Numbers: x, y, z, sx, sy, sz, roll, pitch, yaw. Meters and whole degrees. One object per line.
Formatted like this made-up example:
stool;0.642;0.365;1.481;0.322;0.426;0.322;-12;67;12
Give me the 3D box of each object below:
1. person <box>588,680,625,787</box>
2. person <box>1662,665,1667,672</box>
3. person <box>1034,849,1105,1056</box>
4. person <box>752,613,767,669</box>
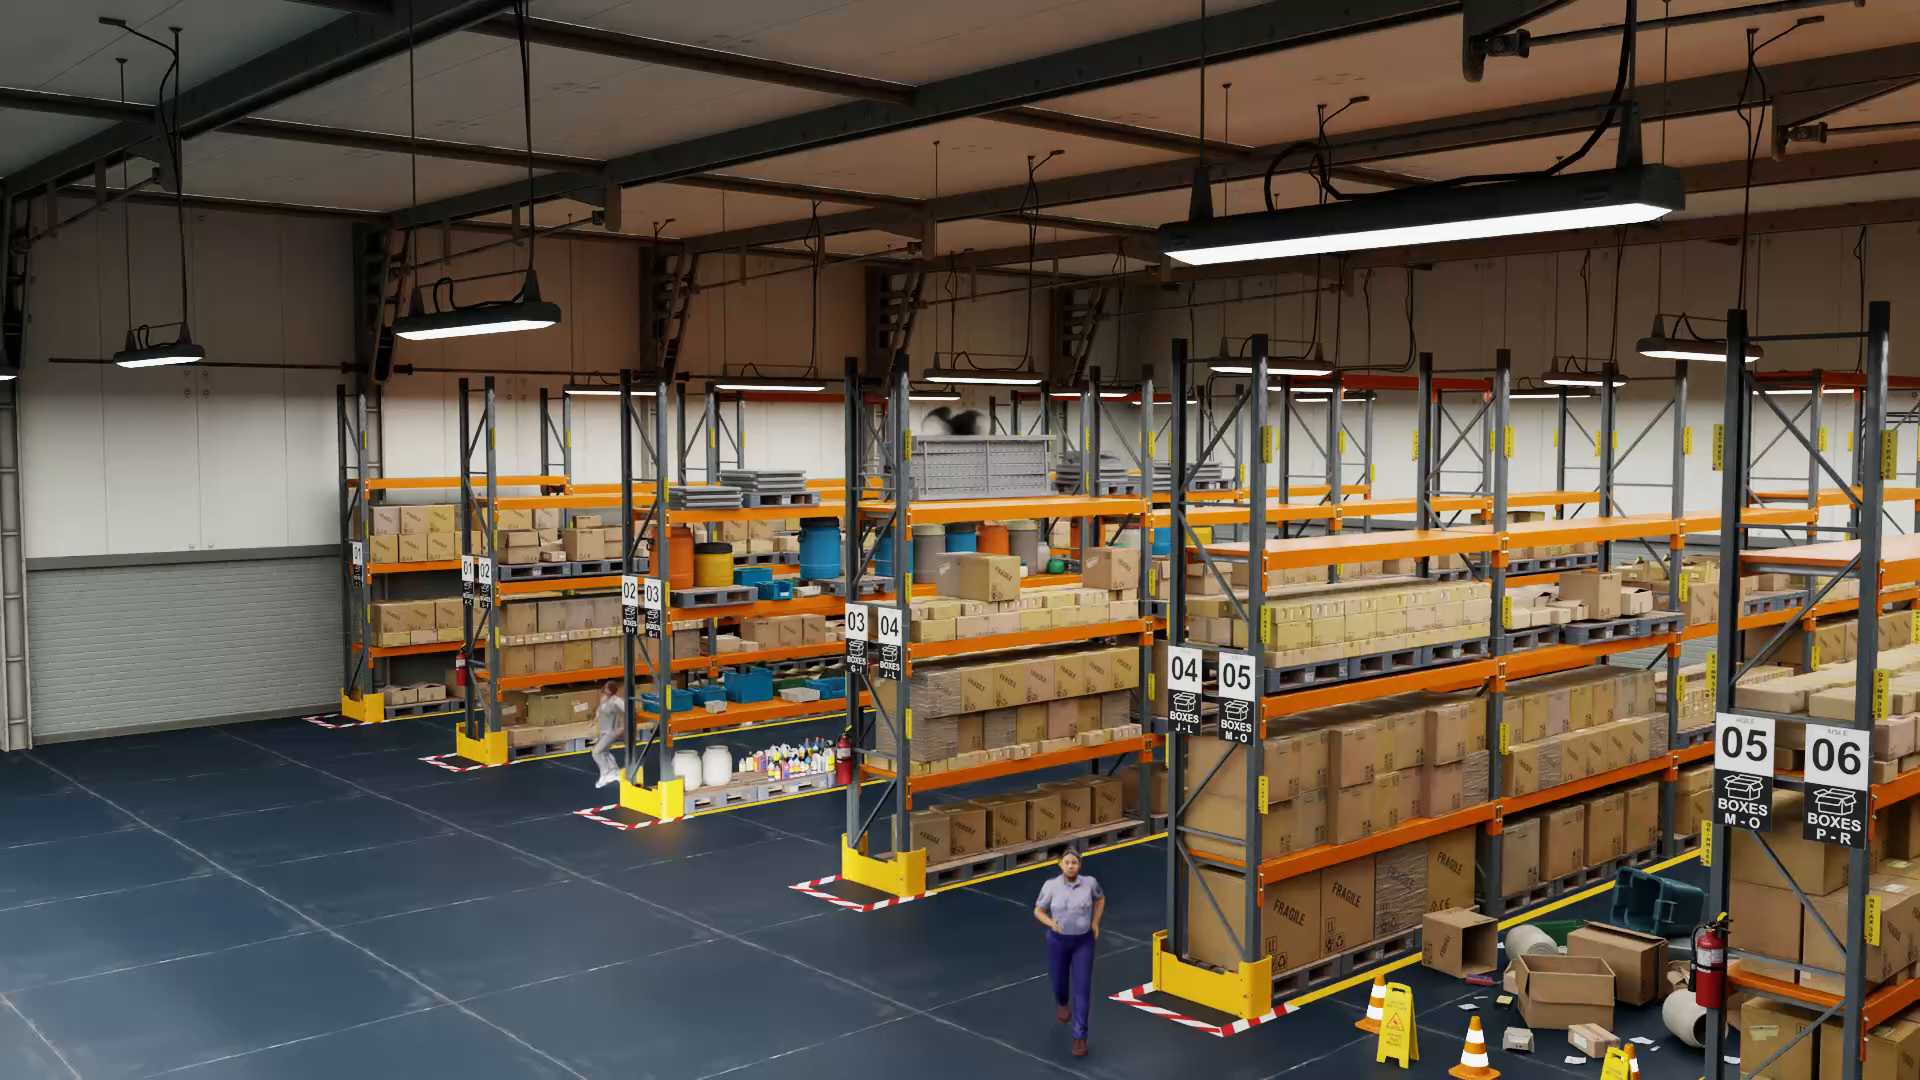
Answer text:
person;-5.078;2.804;24.083;0.593;1.568;0.604;-4;5;-43
person;10.560;2.700;24.827;0.650;1.696;0.586;-3;5;-37
person;0.929;3.401;13.998;0.608;1.614;0.928;0;4;1
person;-3.916;2.153;32.483;0.632;1.841;0.776;3;5;41
